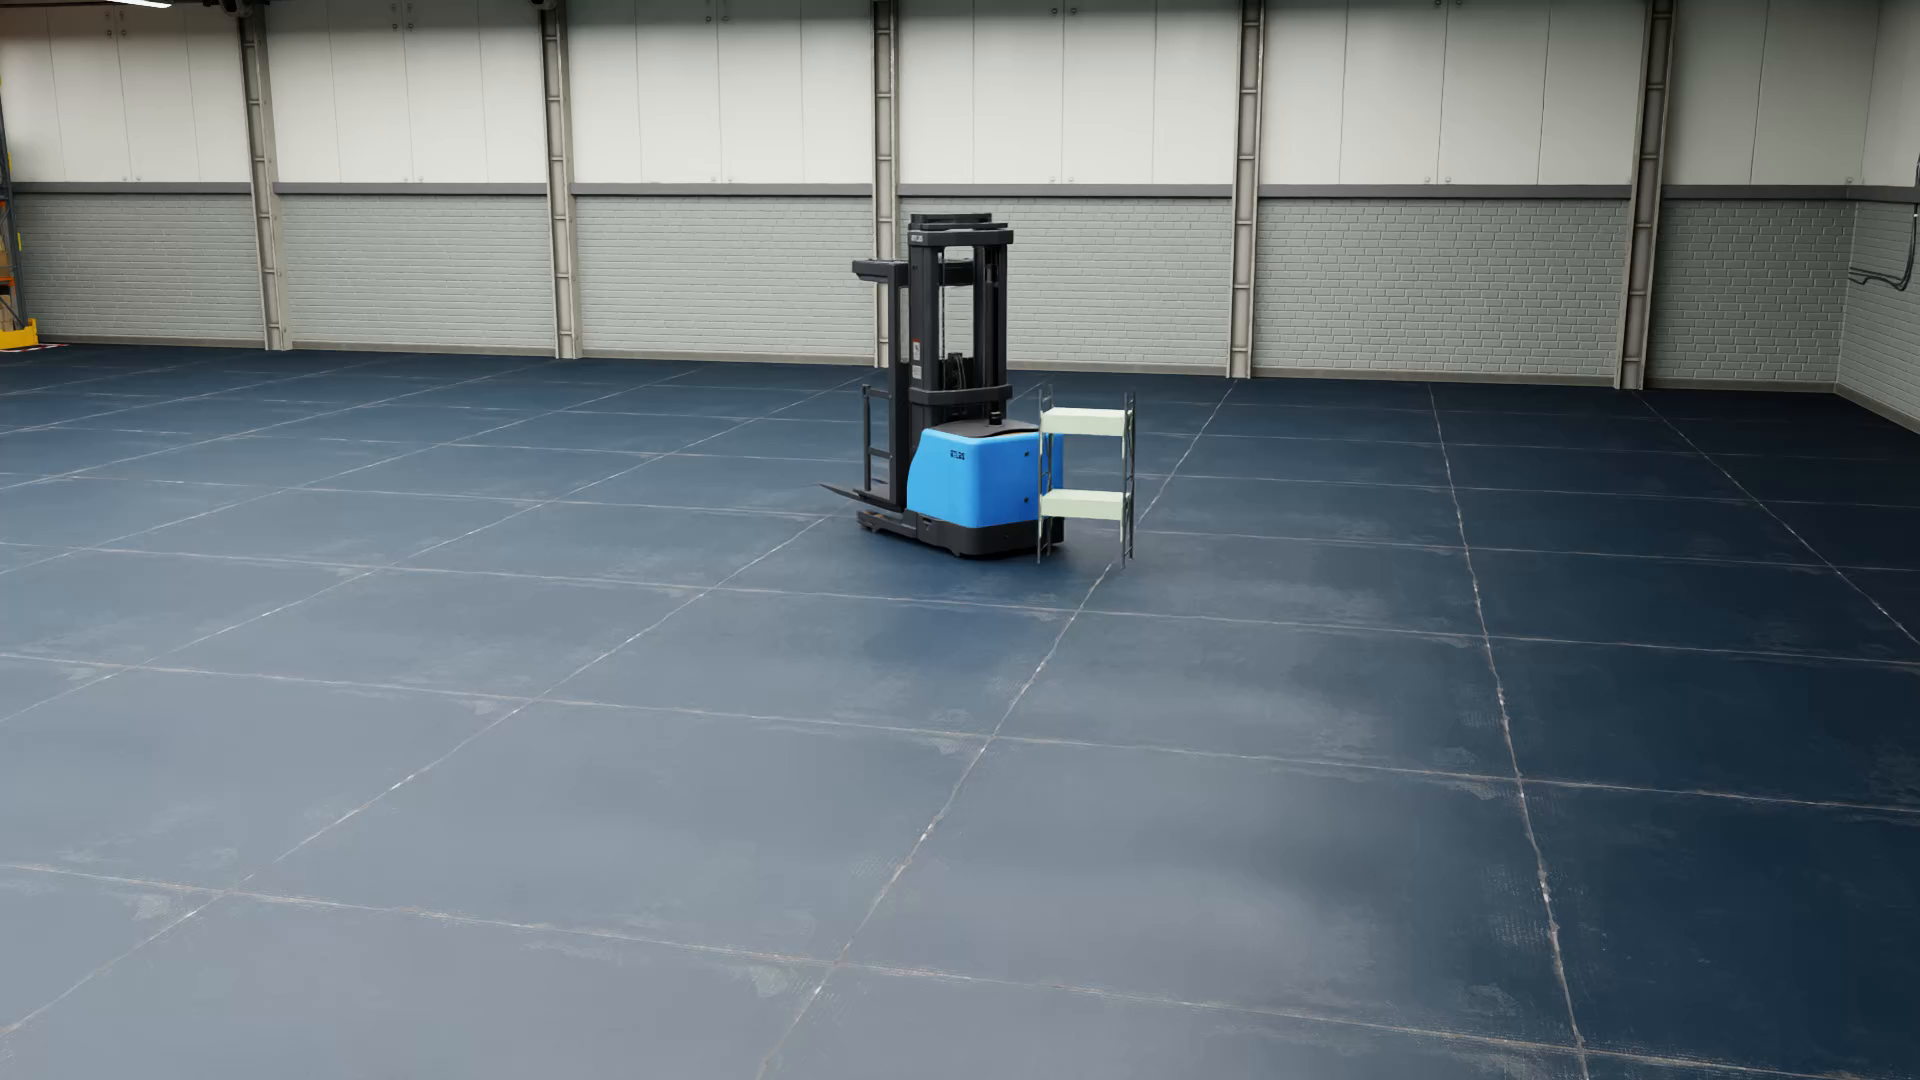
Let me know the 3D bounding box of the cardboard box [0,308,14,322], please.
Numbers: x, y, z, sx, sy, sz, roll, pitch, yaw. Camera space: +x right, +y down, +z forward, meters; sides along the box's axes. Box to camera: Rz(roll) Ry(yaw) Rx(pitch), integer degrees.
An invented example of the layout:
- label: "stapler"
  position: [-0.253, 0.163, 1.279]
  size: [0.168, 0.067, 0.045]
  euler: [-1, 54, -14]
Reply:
- label: "cardboard box"
  position: [-18.667, -4.337, 32.081]
  size: [0.500, 0.250, 0.500]
  euler: [3, 13, 15]

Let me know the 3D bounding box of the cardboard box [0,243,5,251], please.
- label: "cardboard box"
  position: [-18.528, -5.600, 31.820]
  size: [0.250, 0.149, 0.380]
  euler: [3, 13, 12]

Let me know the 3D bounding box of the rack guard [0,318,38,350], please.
- label: "rack guard"
  position: [-18.237, -3.941, 31.841]
  size: [0.348, 0.500, 1.175]
  euler: [3, 13, 14]

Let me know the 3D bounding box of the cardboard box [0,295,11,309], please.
- label: "cardboard box"
  position: [-18.682, -4.578, 32.011]
  size: [0.500, 0.250, 0.500]
  euler: [3, 13, 13]

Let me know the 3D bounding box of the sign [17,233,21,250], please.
- label: "sign"
  position: [-18.122, -5.740, 31.998]
  size: [0.005, 0.325, 0.100]
  euler: [3, 13, 14]

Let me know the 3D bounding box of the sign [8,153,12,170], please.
- label: "sign"
  position: [-18.122, -7.208, 31.672]
  size: [0.005, 0.325, 0.100]
  euler: [3, 13, 14]

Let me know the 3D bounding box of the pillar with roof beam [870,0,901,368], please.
- label: "pillar with roof beam"
  position: [-2.276, -6.477, 23.652]
  size: [0.548, 9.000, 9.100]
  euler: [3, 13, 14]

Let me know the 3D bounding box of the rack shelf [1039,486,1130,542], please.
- label: "rack shelf"
  position: [1.083, -0.228, 14.304]
  size: [0.720, 0.370, 0.431]
  euler: [4, 13, 16]

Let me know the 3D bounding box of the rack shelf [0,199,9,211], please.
- label: "rack shelf"
  position: [-20.202, -6.379, 31.796]
  size: [4.000, 0.370, 1.077]
  euler: [3, 13, 14]

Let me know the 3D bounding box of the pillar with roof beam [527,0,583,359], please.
- label: "pillar with roof beam"
  position: [-8.102, -6.789, 25.056]
  size: [0.548, 9.000, 9.100]
  euler: [3, 13, 14]

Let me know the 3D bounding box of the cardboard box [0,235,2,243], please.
- label: "cardboard box"
  position: [-18.536, -5.735, 31.743]
  size: [0.250, 0.149, 0.380]
  euler: [3, 13, 12]

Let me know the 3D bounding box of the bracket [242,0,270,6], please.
- label: "bracket"
  position: [-12.578, -9.666, 29.716]
  size: [0.430, 0.232, 0.235]
  euler: [3, 13, 14]

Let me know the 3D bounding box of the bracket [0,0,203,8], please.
- label: "bracket"
  position: [-15.885, -9.843, 30.513]
  size: [4.783, 0.066, 0.076]
  euler: [3, 13, 14]

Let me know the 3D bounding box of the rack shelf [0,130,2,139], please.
- label: "rack shelf"
  position: [-20.202, -7.648, 31.515]
  size: [4.000, 0.370, 1.077]
  euler: [3, 13, 14]

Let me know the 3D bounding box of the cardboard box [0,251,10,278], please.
- label: "cardboard box"
  position: [-18.675, -5.295, 31.944]
  size: [0.500, 0.500, 0.500]
  euler: [3, 13, 15]

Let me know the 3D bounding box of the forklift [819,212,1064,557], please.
- label: "forklift"
  position: [-0.309, -1.557, 15.484]
  size: [1.130, 2.935, 3.031]
  euler: [-8, 15, -33]

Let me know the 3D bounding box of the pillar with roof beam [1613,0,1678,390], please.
- label: "pillar with roof beam"
  position: [9.374, -5.854, 20.845]
  size: [0.400, 9.000, 9.100]
  euler: [3, 13, 14]

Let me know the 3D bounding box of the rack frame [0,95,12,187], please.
- label: "rack frame"
  position: [-18.261, -8.091, 30.926]
  size: [0.127, 3.000, 1.000]
  euler: [3, 13, 14]

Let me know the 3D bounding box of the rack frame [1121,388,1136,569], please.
- label: "rack frame"
  position: [1.435, -0.524, 14.133]
  size: [0.023, 1.500, 0.400]
  euler: [4, 13, 16]

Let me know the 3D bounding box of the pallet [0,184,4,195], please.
- label: "pallet"
  position: [-18.941, -6.626, 31.450]
  size: [1.213, 0.211, 1.003]
  euler: [3, 13, 14]

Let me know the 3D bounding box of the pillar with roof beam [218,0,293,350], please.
- label: "pillar with roof beam"
  position: [-13.927, -7.100, 26.459]
  size: [0.548, 9.000, 9.100]
  euler: [3, 13, 14]

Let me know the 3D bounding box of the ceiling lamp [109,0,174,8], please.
- label: "ceiling lamp"
  position: [-12.600, -9.780, 25.060]
  size: [0.800, 3.185, 2.000]
  euler: [3, 13, 14]

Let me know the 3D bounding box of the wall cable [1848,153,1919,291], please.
- label: "wall cable"
  position: [12.949, -4.813, 23.320]
  size: [0.112, 2.526, 3.097]
  euler: [3, 13, 14]

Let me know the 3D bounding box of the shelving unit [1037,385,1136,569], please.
- label: "shelving unit"
  position: [1.083, -0.546, 14.234]
  size: [0.755, 1.500, 0.431]
  euler: [4, 13, 16]

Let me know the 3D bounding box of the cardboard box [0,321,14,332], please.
- label: "cardboard box"
  position: [-18.691, -4.091, 32.128]
  size: [0.500, 0.250, 0.500]
  euler: [3, 13, 14]

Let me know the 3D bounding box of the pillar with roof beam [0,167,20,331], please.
- label: "pillar with roof beam"
  position: [-19.752, -7.411, 27.863]
  size: [0.400, 9.000, 9.100]
  euler: [3, 13, 14]

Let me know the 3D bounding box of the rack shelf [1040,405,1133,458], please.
- label: "rack shelf"
  position: [1.083, -0.927, 14.149]
  size: [0.720, 0.370, 0.431]
  euler: [4, 13, 16]

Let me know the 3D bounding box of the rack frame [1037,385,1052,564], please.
- label: "rack frame"
  position: [0.732, -0.569, 14.334]
  size: [0.023, 1.500, 0.400]
  euler: [4, 13, 16]

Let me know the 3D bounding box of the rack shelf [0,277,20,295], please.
- label: "rack shelf"
  position: [-20.202, -4.915, 32.121]
  size: [4.000, 0.370, 1.077]
  euler: [3, 13, 14]

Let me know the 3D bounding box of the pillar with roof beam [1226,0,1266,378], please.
- label: "pillar with roof beam"
  position: [3.549, -6.166, 22.249]
  size: [0.400, 9.000, 9.100]
  euler: [3, 13, 14]

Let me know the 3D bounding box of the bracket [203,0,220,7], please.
- label: "bracket"
  position: [-13.383, -9.709, 29.910]
  size: [0.430, 0.232, 0.235]
  euler: [3, 13, 14]

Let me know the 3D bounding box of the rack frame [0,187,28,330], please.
- label: "rack frame"
  position: [-18.261, -5.162, 31.576]
  size: [0.127, 3.000, 1.000]
  euler: [3, 13, 14]
